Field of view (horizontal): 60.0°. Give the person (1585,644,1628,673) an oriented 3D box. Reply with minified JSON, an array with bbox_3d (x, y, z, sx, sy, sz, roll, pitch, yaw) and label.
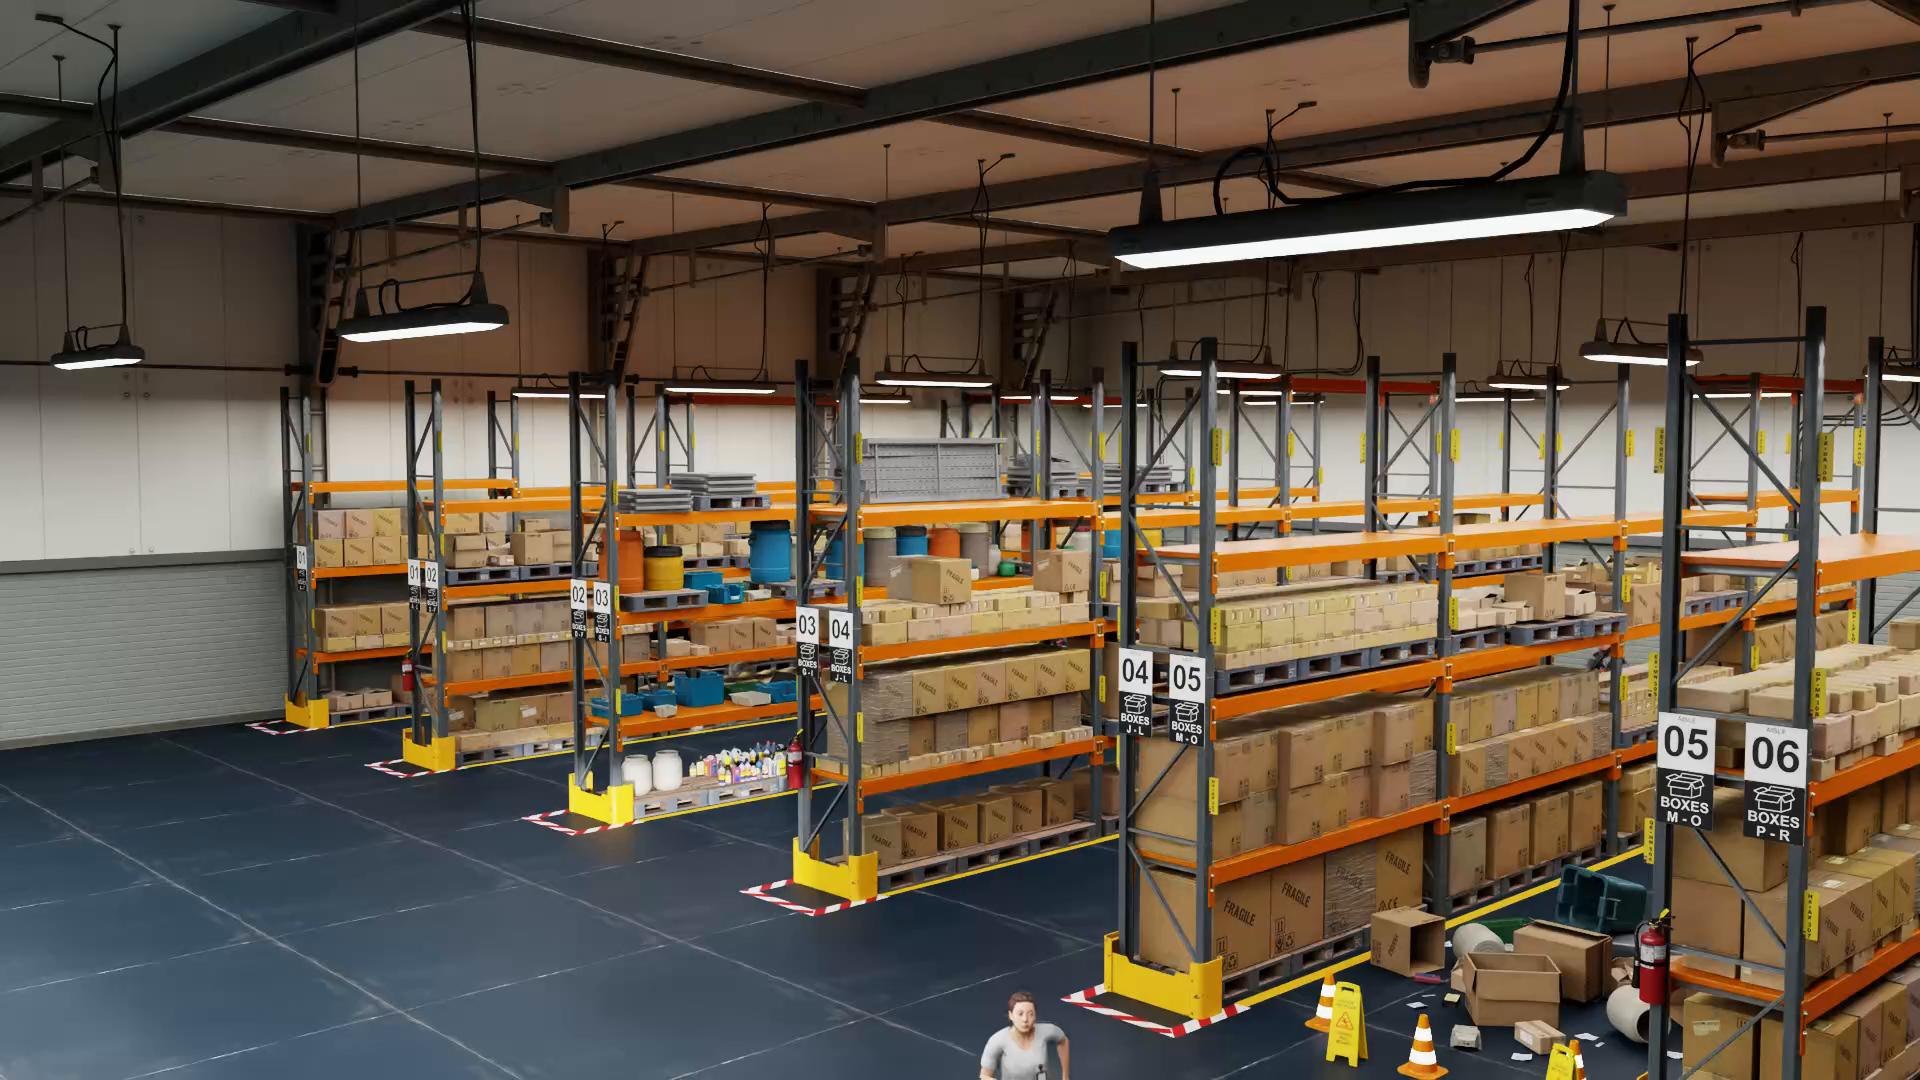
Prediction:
[{"bbox_3d":[10.957,2.513,28.196,0.684,1.712,0.892,2,4,27],"label":"person"}]

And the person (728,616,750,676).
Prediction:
[{"bbox_3d":[-4.289,2.298,32.306,0.661,1.633,0.512,4,5,44],"label":"person"}]

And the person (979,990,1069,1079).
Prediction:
[{"bbox_3d":[0.410,3.659,10.577,0.586,1.702,0.837,0,4,-2],"label":"person"}]
